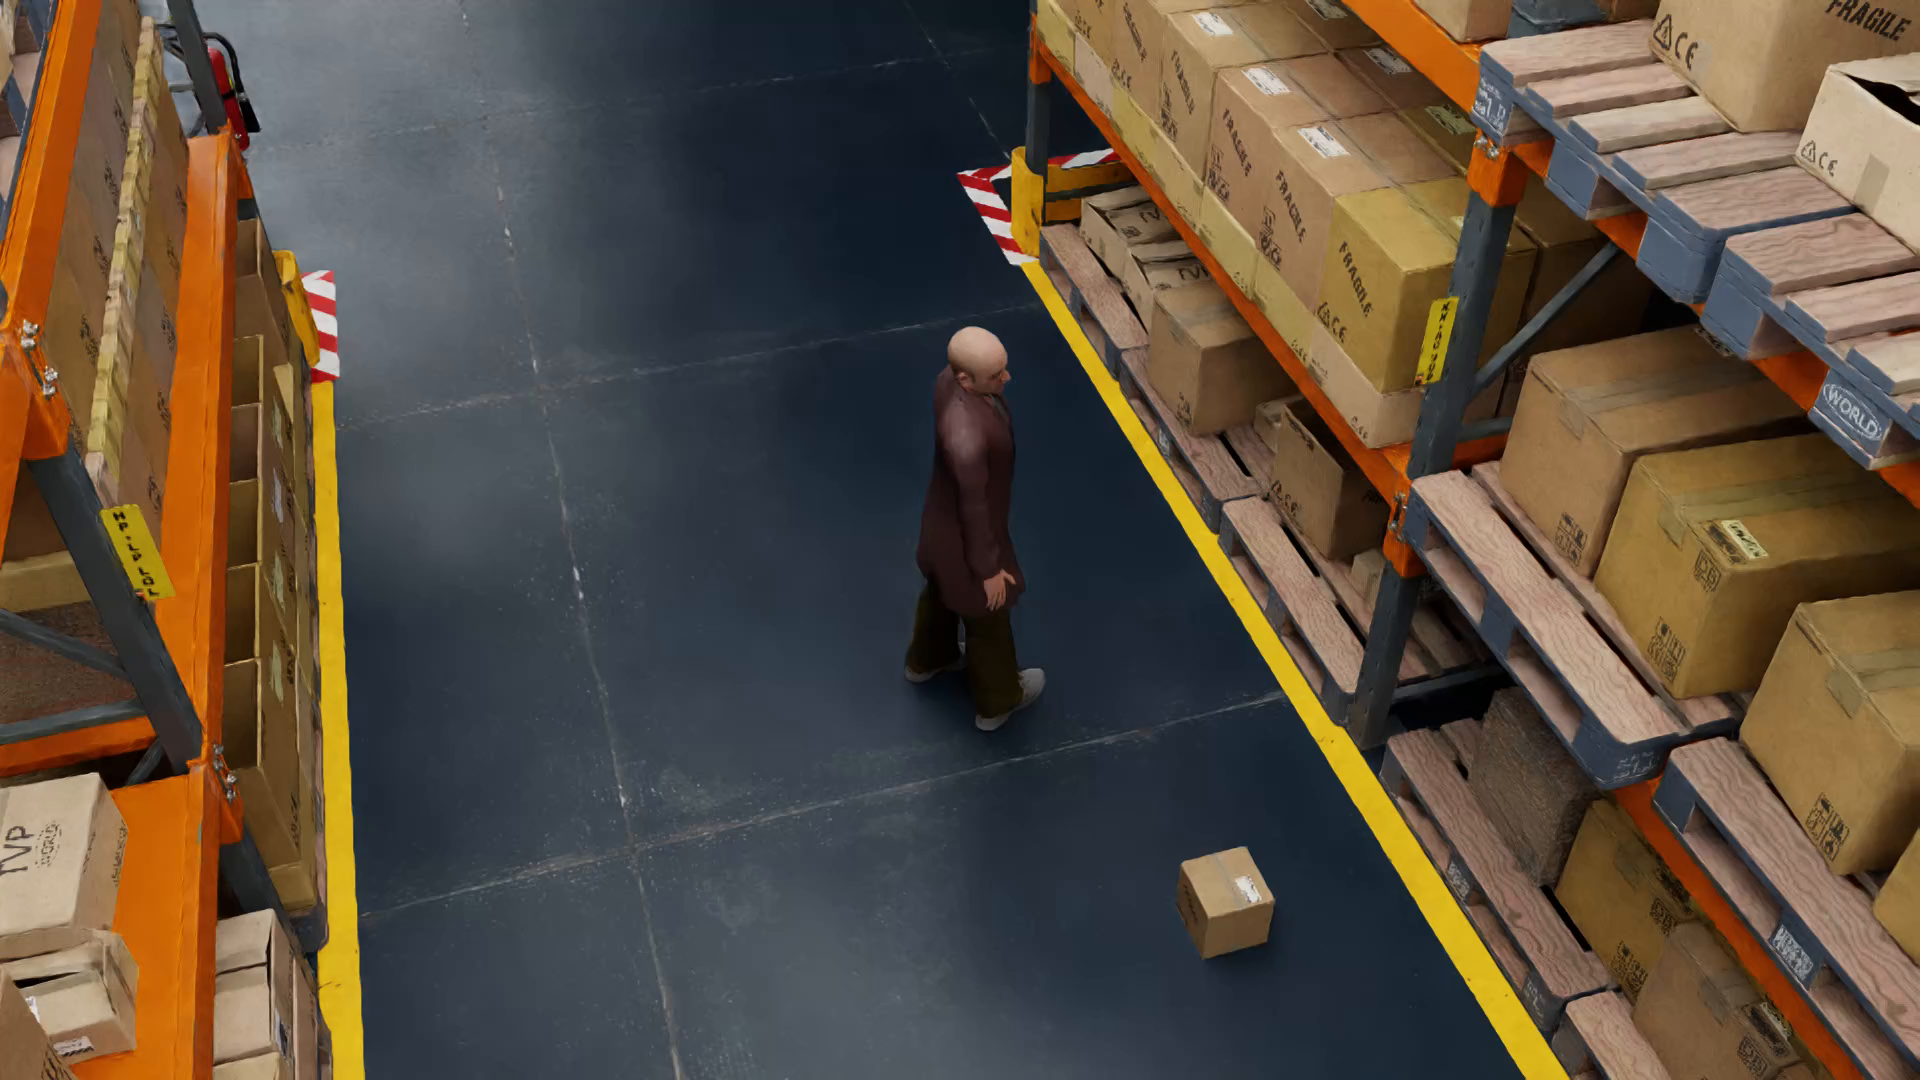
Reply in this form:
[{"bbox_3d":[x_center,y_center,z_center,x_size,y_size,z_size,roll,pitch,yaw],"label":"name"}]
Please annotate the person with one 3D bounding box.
[{"bbox_3d":[0.065,-0.044,6.186,0.566,1.788,0.663,-4,42,-5],"label":"person"}]
